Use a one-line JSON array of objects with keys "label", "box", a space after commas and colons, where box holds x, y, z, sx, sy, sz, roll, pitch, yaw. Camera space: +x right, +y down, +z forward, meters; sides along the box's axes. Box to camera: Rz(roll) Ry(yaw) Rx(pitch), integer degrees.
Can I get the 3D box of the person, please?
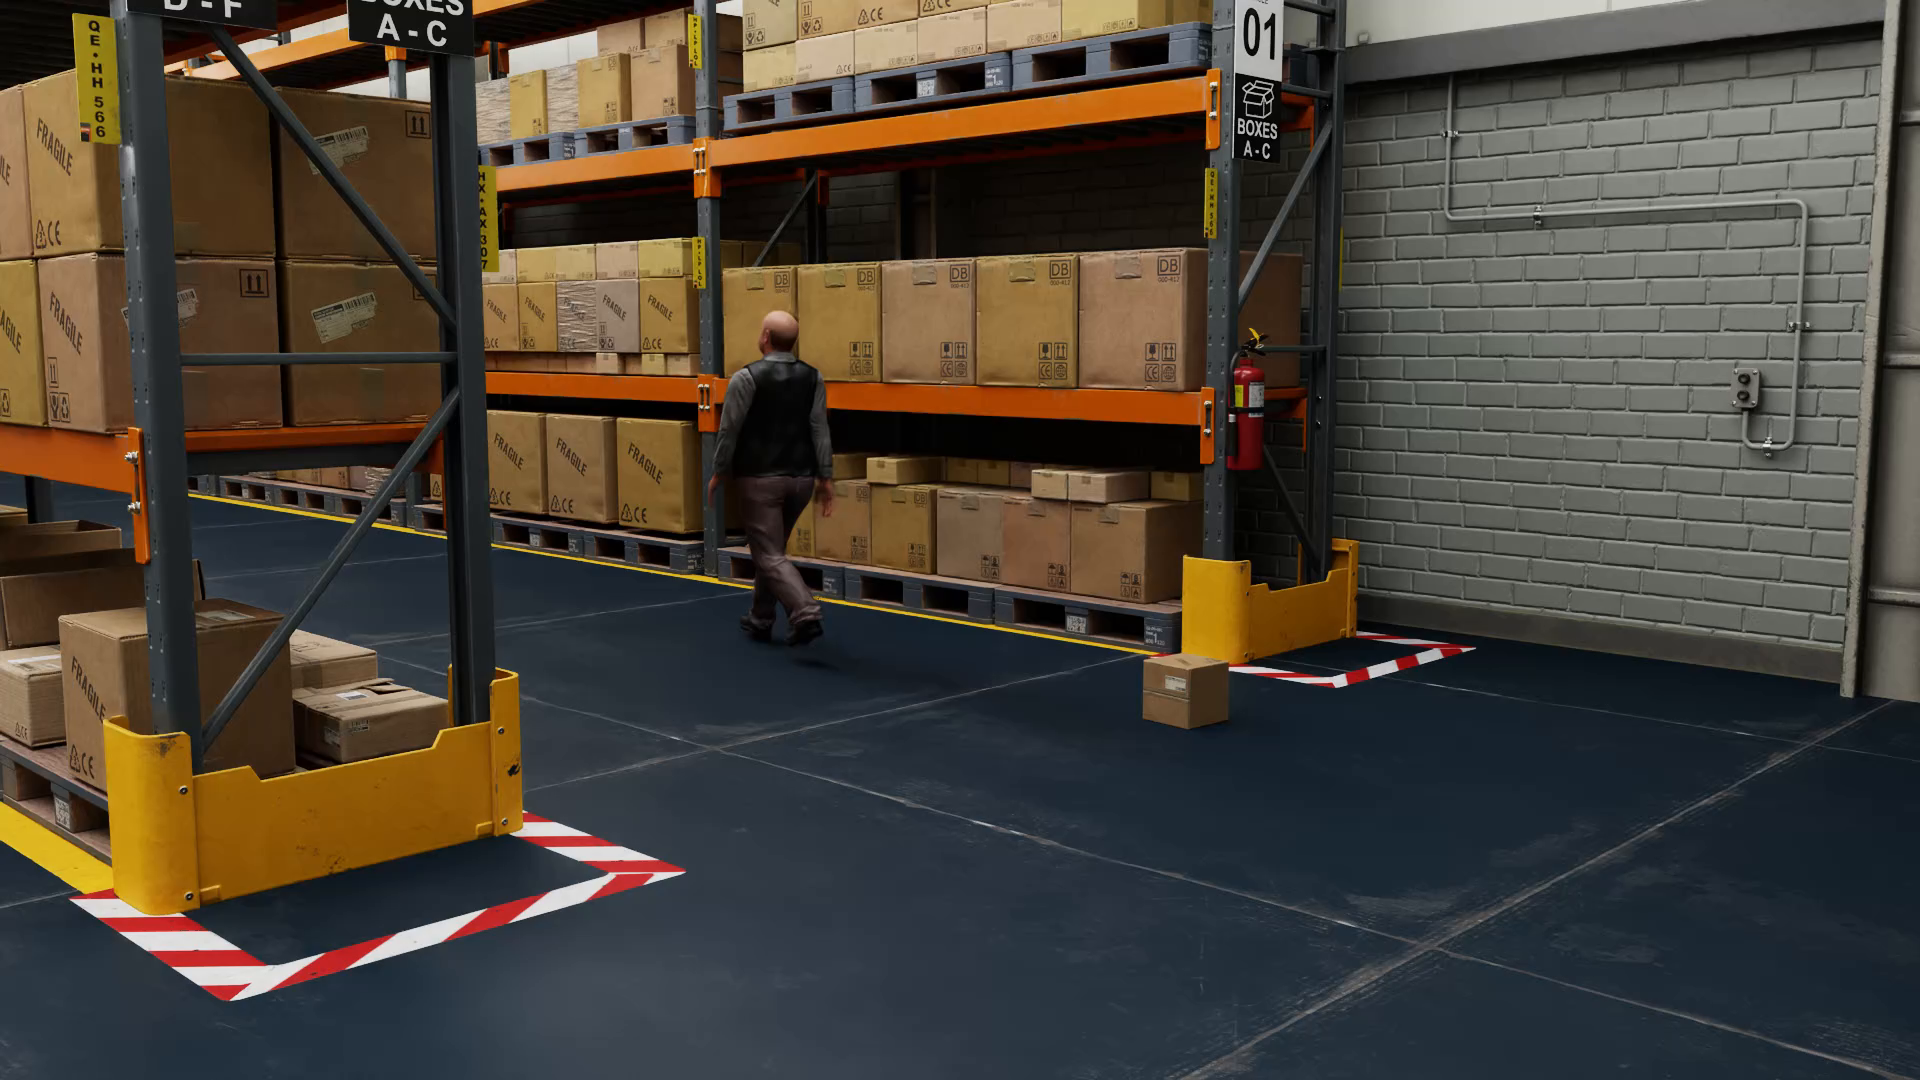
[{"label": "person", "box": [-0.940, -0.294, 8.291, 0.561, 1.683, 0.998, -5, 9, -37]}]
